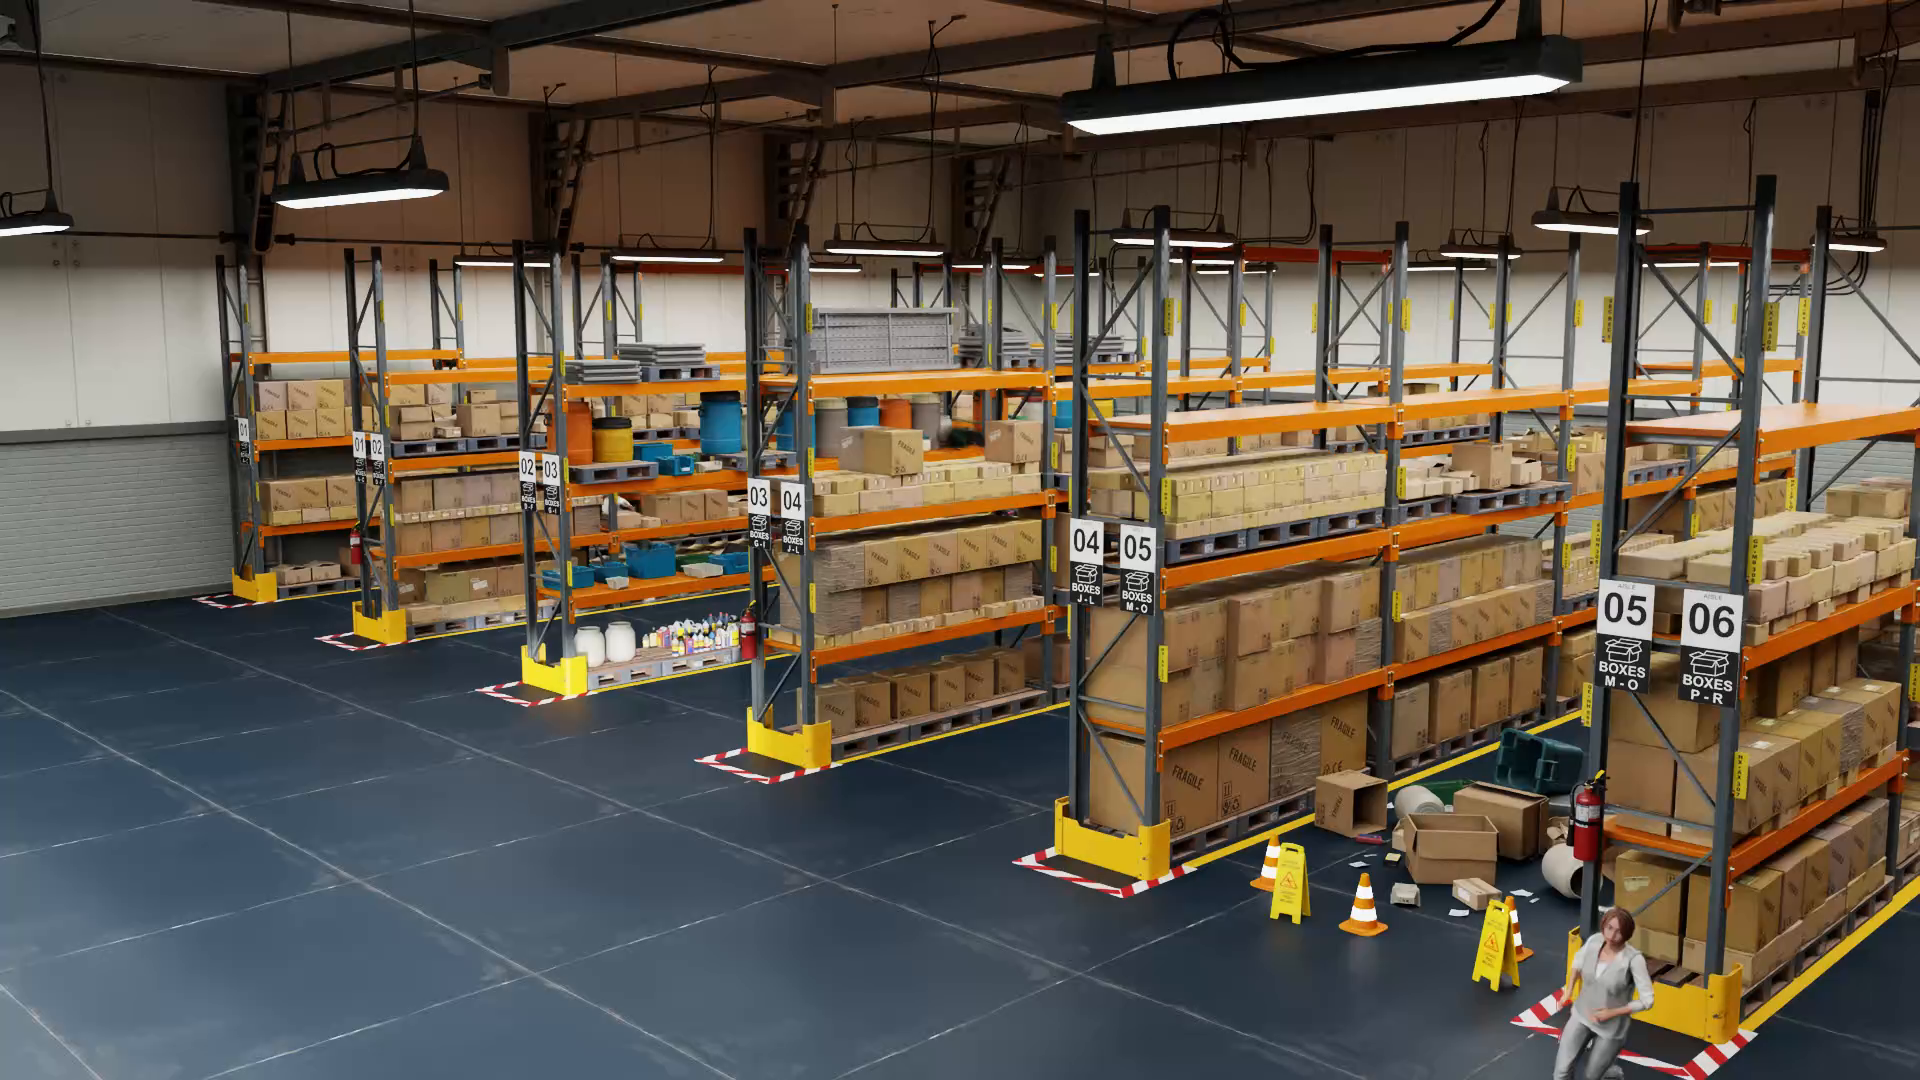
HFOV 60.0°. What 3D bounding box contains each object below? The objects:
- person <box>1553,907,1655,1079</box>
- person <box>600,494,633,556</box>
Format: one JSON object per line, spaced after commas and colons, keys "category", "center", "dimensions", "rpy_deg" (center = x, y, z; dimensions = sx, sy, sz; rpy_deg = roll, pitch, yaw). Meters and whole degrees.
{"category": "person", "center": [3.969, 2.963, 10.190], "dimensions": [0.826, 1.541, 0.574], "rpy_deg": [-7, 11, -42]}
{"category": "person", "center": [-6.701, -0.225, 32.281], "dimensions": [0.548, 1.723, 0.843], "rpy_deg": [7, 10, 39]}
